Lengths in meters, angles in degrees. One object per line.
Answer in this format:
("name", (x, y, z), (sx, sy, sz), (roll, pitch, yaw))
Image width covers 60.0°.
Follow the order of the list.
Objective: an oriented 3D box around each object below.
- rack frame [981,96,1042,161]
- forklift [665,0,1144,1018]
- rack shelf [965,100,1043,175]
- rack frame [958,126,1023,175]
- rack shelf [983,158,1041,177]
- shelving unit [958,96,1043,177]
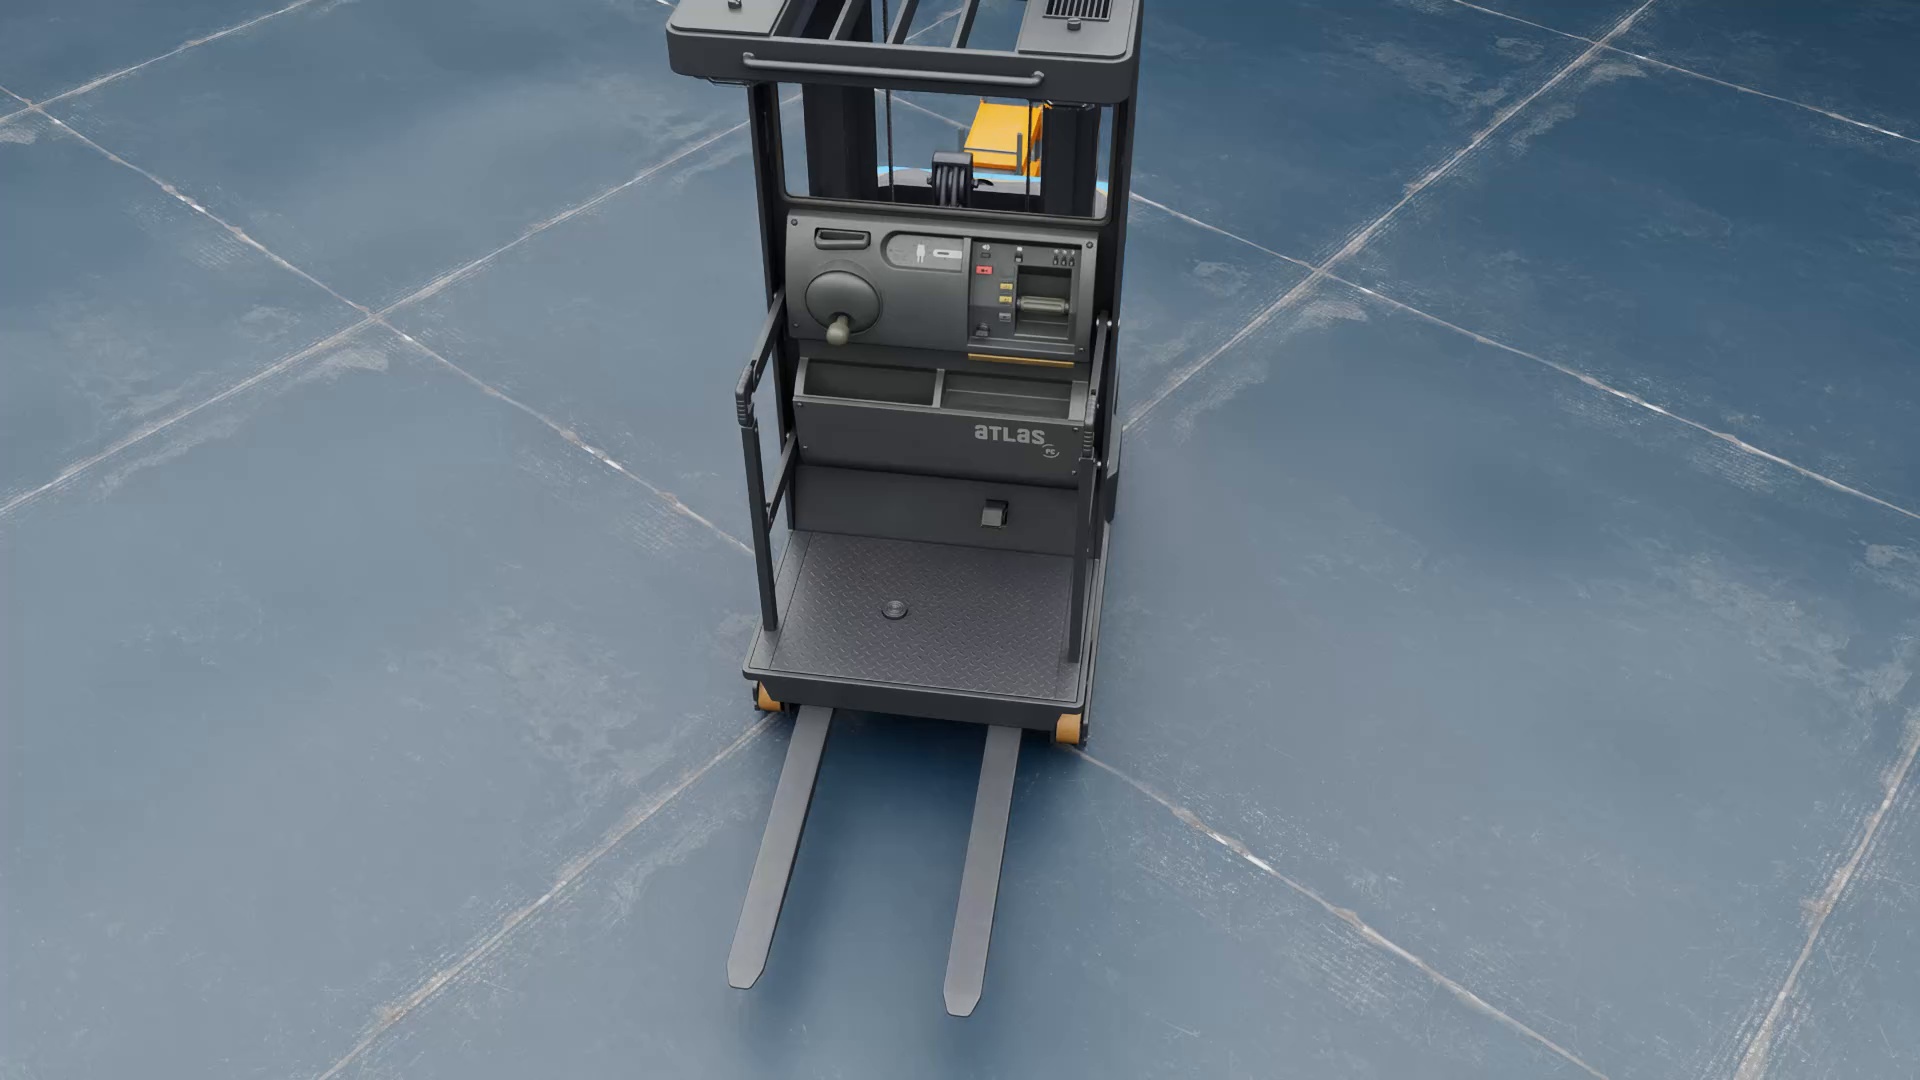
("rack frame", (0.204, -1.389, 6.886), (0.240, 1.200, 0.015), (7, 43, 8))
("forklift", (-0.089, -0.669, 4.807), (1.130, 2.935, 3.031), (6, 43, 6))
("rack shelf", (0.159, -1.519, 6.444), (0.258, 0.148, 0.480), (7, 43, 8))
("rack frame", (0.114, -1.067, 6.531), (0.240, 1.200, 0.015), (7, 43, 8))
("rack shelf", (0.159, -1.344, 6.604), (0.258, 0.148, 0.480), (7, 43, 8))
("shelving unit", (0.159, -1.228, 6.709), (0.258, 1.200, 0.503), (7, 43, 8))
